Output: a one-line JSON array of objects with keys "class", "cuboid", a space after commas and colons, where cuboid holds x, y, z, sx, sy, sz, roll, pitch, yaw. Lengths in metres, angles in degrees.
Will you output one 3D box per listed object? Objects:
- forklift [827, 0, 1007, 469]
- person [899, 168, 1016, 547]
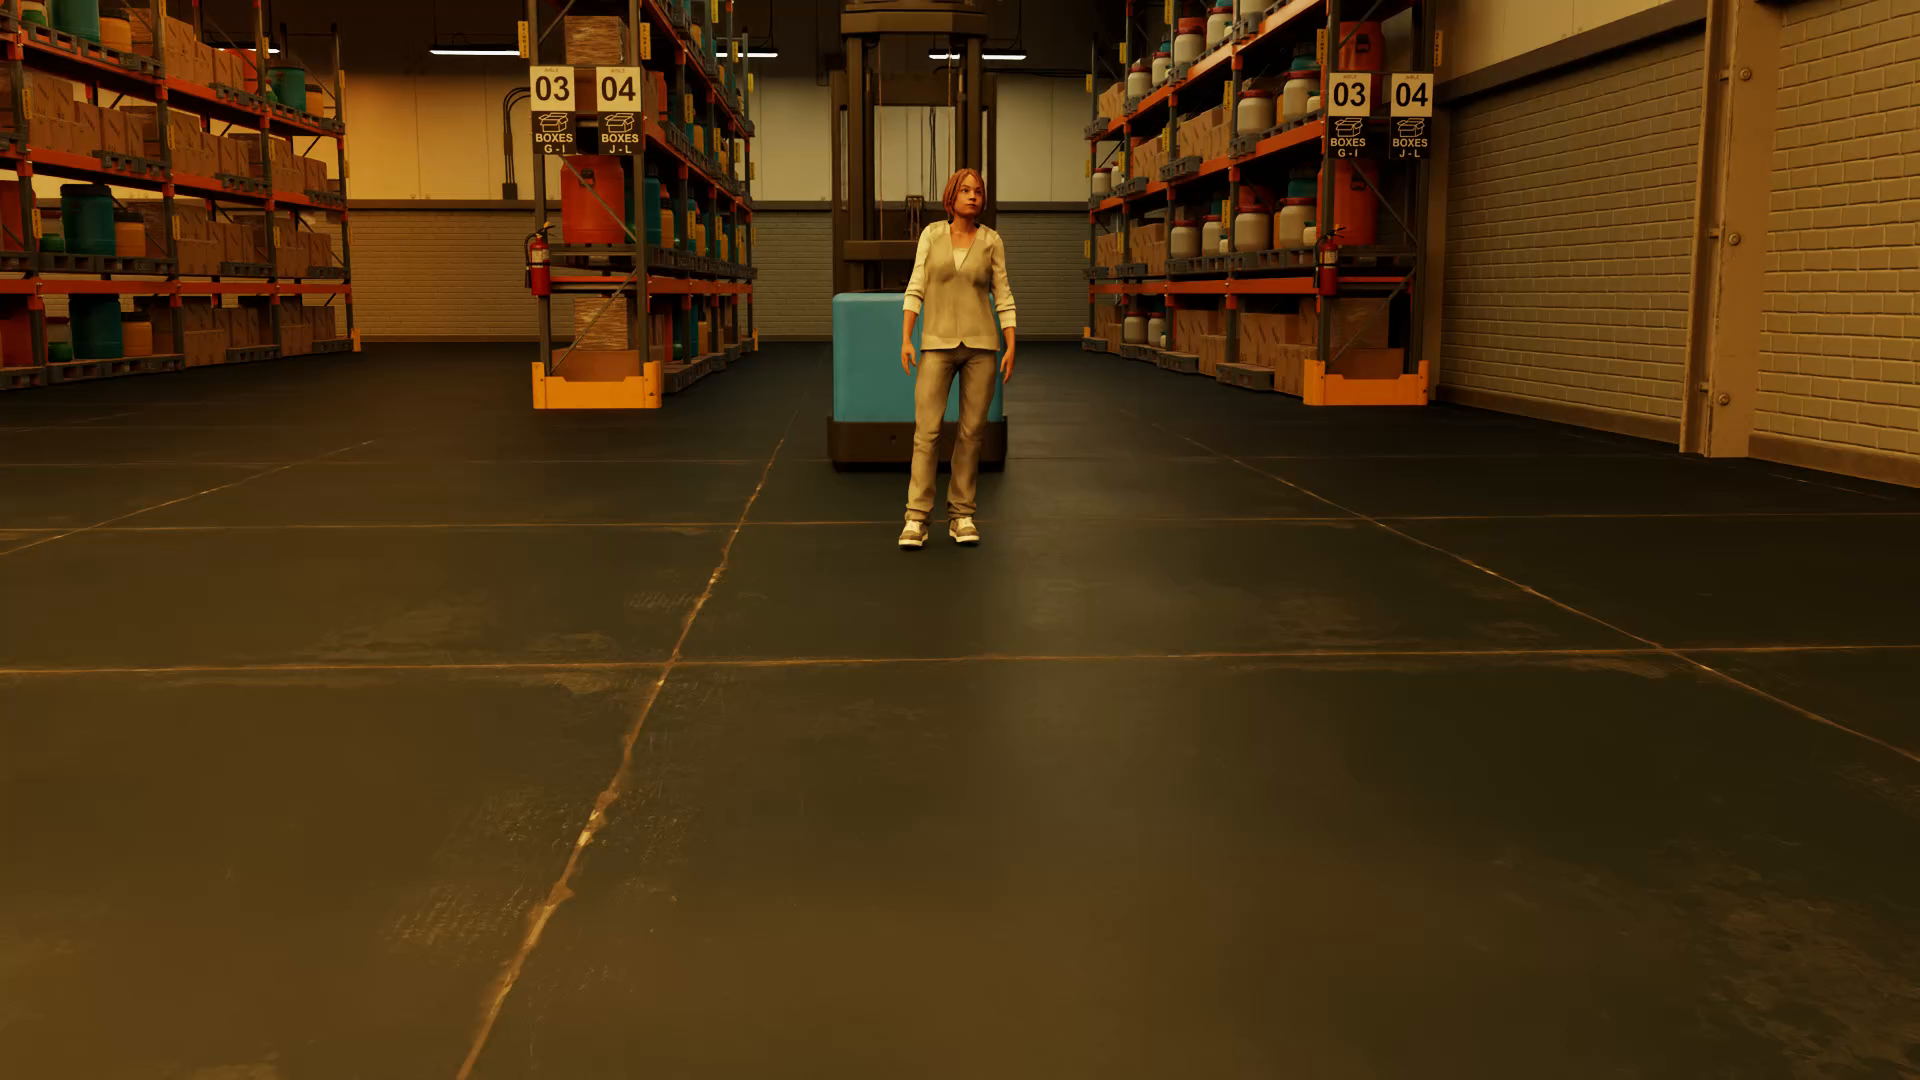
[{"class": "forklift", "cuboid": [-0.315, -2.068, 11.259, 1.130, 2.935, 3.031, 0, 8, -3]}, {"class": "person", "cuboid": [-0.010, -0.786, 7.118, 0.520, 1.597, 0.475, -1, 8, -4]}]
